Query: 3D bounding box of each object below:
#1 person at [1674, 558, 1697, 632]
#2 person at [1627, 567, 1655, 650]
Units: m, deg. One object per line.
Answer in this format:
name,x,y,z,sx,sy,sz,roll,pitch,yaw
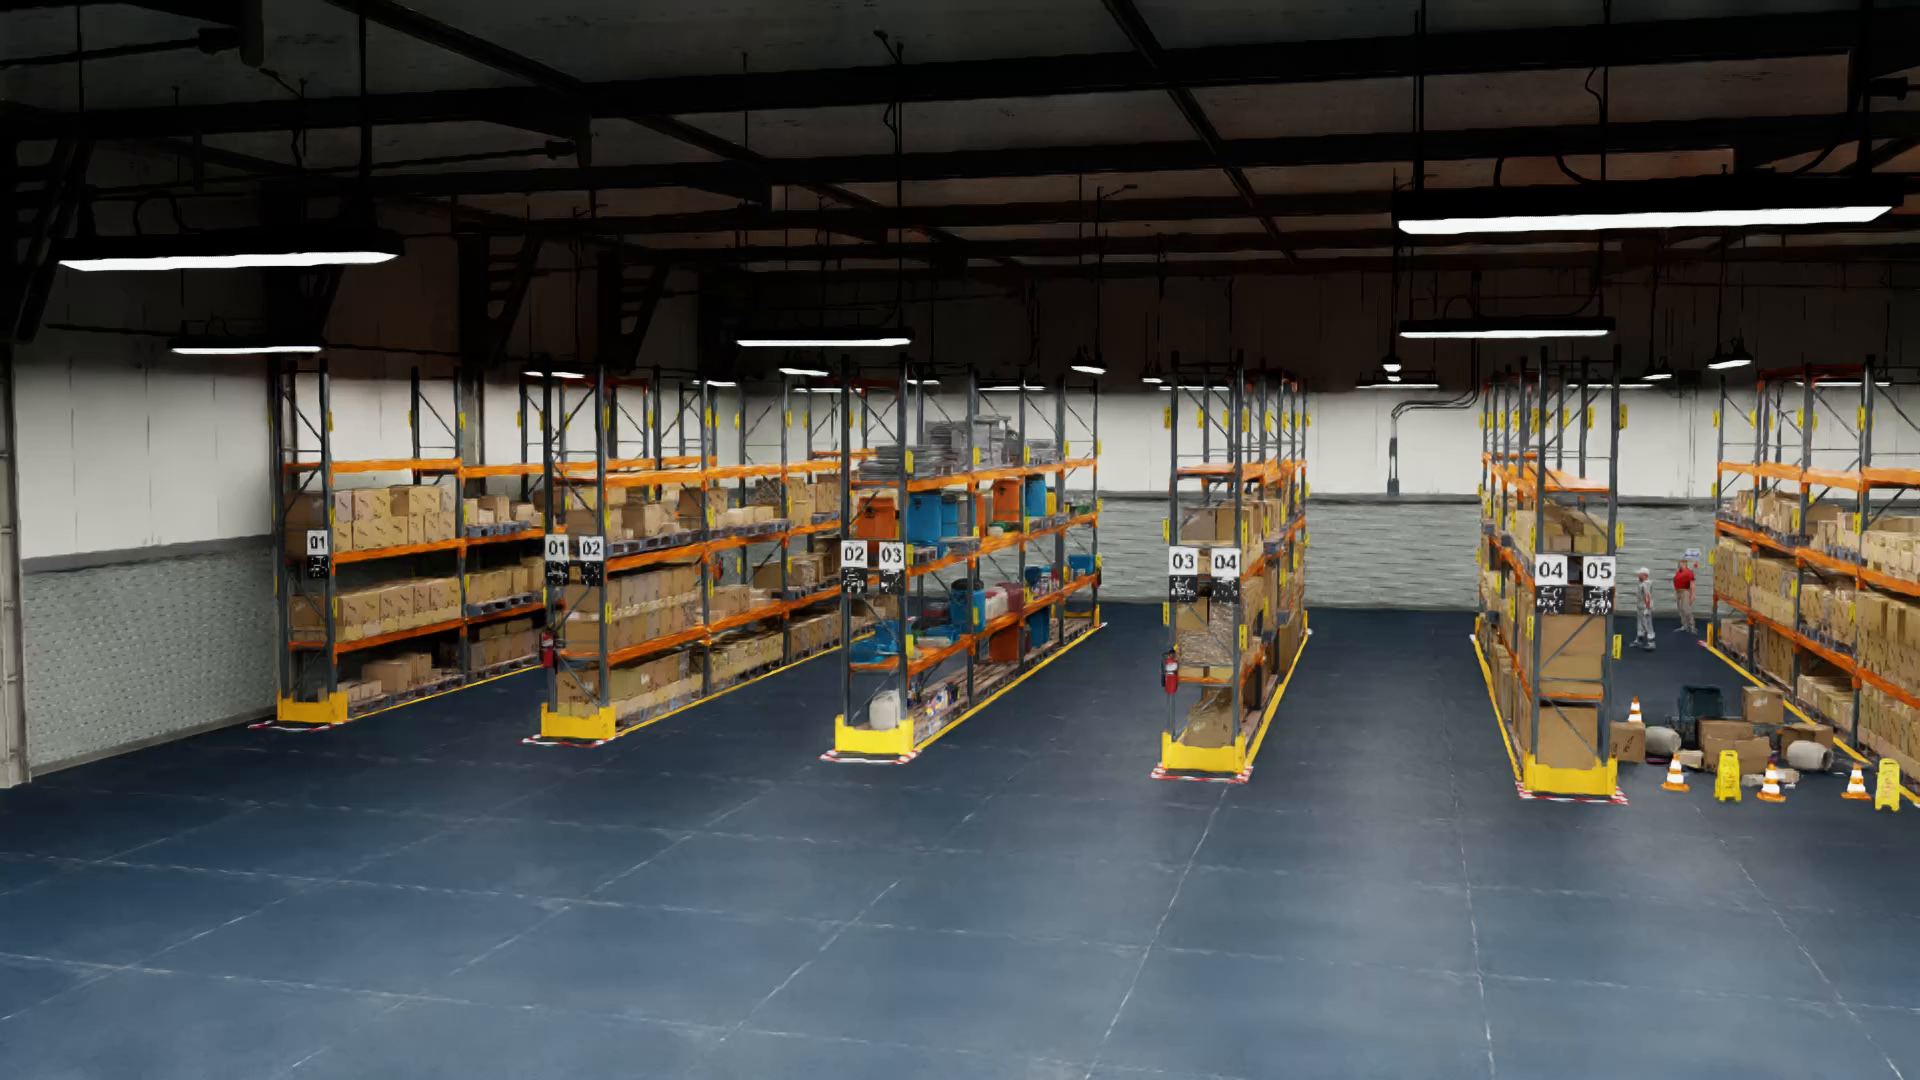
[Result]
person,17.185,1.302,39.395,0.437,1.715,0.652,-1,4,-15
person,14.902,1.476,36.343,0.524,1.787,0.753,1,4,11
